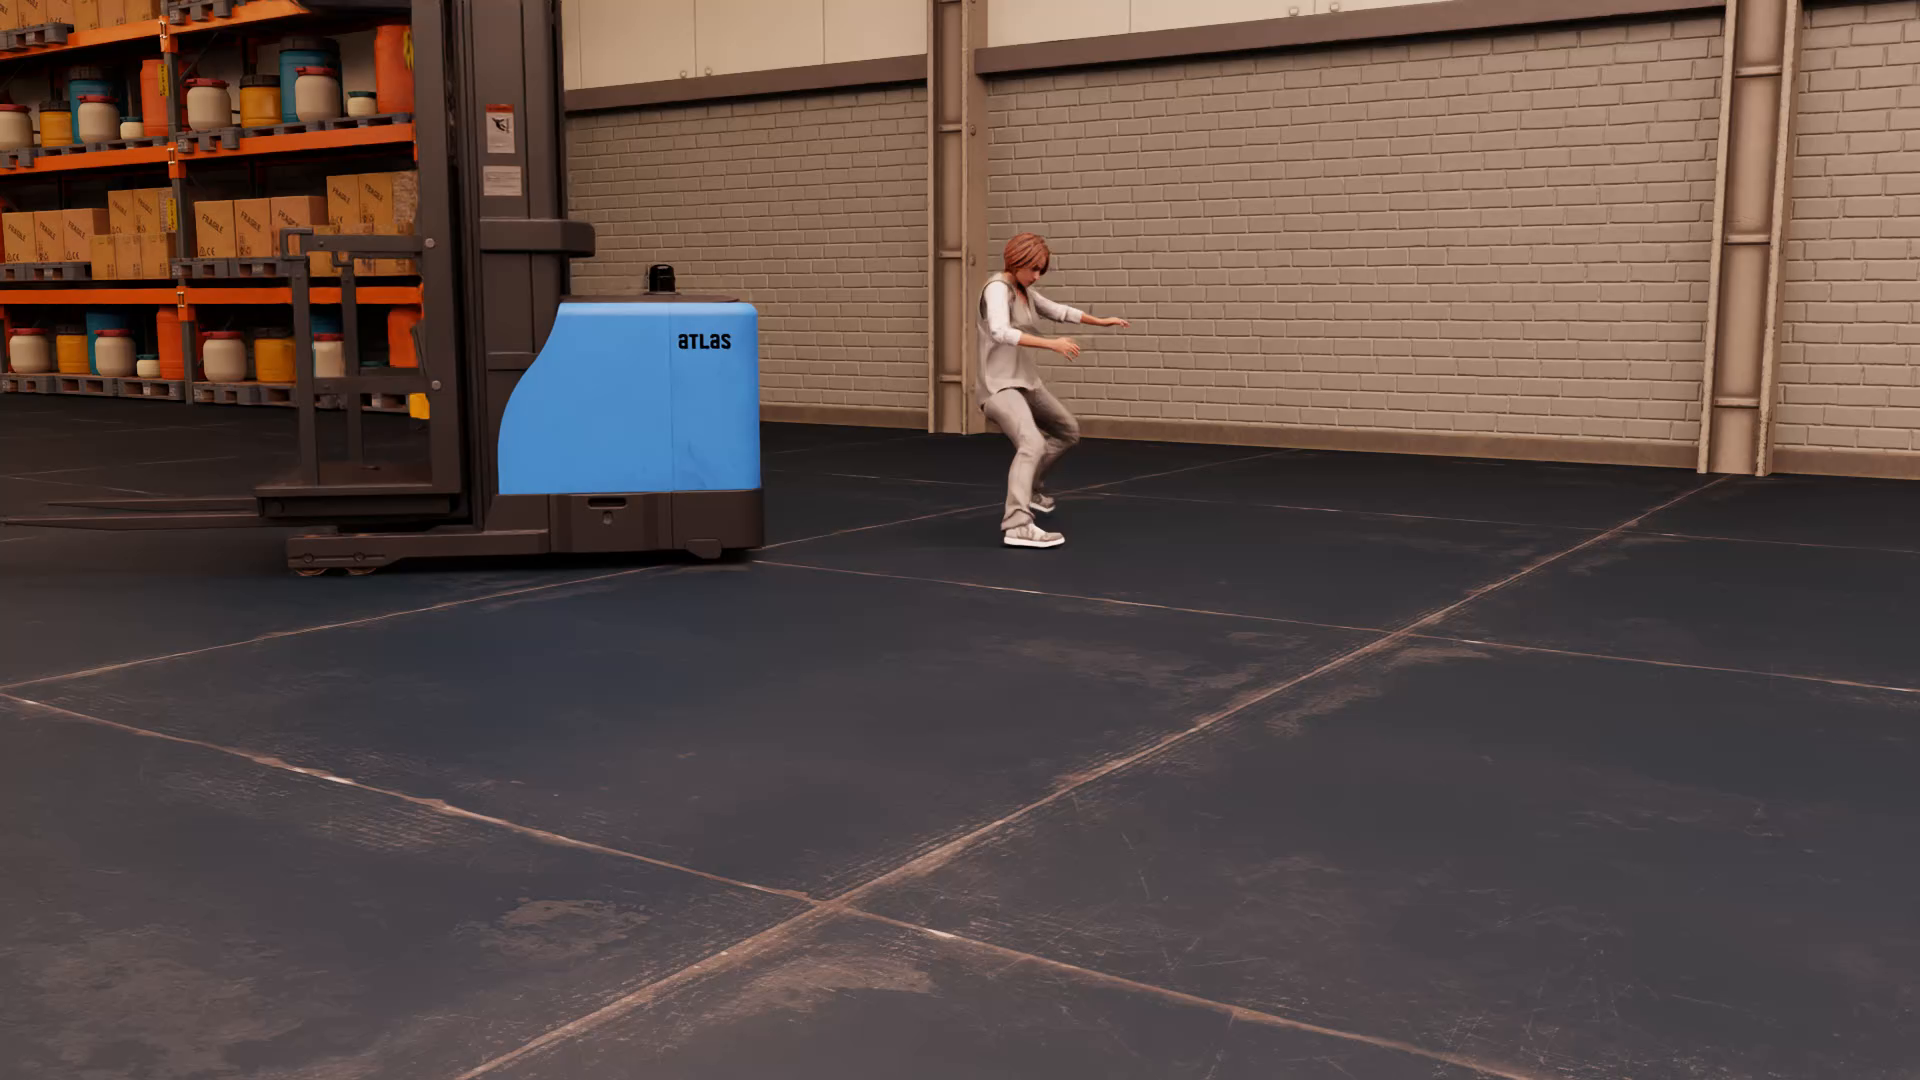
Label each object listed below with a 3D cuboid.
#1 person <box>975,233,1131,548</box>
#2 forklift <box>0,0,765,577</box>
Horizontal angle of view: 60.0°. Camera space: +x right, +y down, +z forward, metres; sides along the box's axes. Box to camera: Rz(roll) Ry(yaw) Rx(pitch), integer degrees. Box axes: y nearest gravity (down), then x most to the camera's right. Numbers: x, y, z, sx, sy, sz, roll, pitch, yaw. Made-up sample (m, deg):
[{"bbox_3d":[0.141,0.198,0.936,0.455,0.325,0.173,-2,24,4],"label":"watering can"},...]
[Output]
[{"bbox_3d":[0.387,-0.725,7.811,0.630,1.377,1.141,4,9,26],"label":"person"},{"bbox_3d":[-2.384,-1.386,6.937,3.031,2.935,1.130,-1,8,-10],"label":"forklift"}]
